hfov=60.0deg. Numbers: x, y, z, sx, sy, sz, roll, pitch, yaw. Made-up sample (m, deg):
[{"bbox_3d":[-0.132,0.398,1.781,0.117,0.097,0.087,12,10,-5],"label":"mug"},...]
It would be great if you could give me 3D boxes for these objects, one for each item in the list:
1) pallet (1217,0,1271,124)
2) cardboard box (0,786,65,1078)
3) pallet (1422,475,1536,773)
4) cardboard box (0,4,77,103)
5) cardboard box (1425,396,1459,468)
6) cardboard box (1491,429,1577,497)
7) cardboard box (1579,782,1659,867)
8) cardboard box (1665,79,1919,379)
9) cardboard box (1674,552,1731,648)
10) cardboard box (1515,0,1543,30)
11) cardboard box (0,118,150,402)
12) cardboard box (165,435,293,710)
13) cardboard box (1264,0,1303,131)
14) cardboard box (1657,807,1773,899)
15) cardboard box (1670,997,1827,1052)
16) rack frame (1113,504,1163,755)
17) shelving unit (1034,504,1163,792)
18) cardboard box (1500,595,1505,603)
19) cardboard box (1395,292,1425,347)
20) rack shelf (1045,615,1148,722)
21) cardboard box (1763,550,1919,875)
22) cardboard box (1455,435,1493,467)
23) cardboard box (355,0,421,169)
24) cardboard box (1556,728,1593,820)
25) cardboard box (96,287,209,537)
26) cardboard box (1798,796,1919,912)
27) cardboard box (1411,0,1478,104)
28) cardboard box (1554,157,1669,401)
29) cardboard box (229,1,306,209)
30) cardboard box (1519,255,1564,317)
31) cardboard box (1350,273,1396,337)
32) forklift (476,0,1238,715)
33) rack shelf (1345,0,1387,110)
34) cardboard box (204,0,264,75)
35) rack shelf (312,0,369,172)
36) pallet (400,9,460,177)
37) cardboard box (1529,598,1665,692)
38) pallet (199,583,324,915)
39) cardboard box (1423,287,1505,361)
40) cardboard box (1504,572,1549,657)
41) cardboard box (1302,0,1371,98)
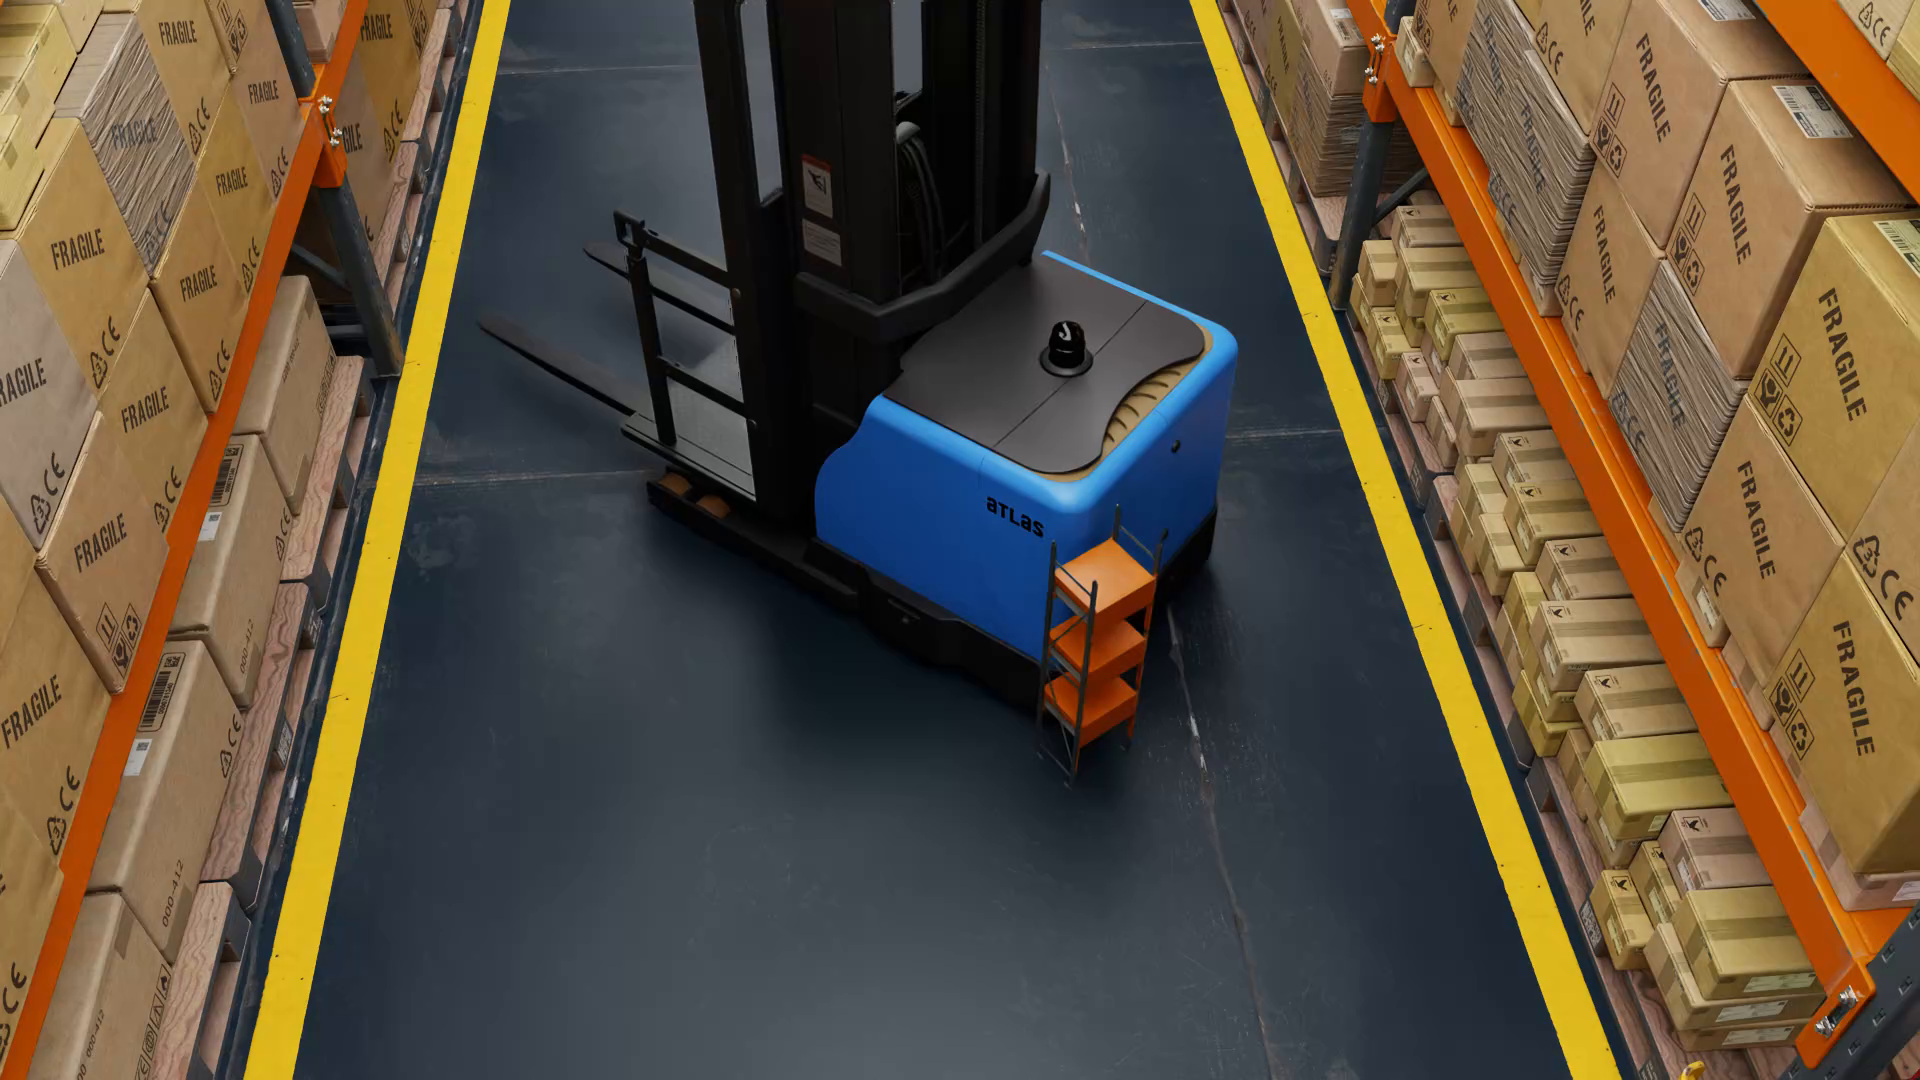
[{"bbox_3d":[1.935,-2.578,8.546,1.003,0.211,1.213,-3,47,-3],"label":"pallet"},{"bbox_3d":[-2.236,0.780,3.376,0.500,0.500,0.500,-4,47,-4],"label":"cardboard box"},{"bbox_3d":[2.304,0.239,5.879,1.003,0.211,1.213,-3,47,-3],"label":"pallet"},{"bbox_3d":[-2.430,-1.184,4.101,0.380,0.149,0.250,-4,47,-4],"label":"cardboard box"},{"bbox_3d":[1.983,-0.420,6.256,0.380,0.149,0.250,-4,47,-4],"label":"cardboard box"},{"bbox_3d":[2.053,-0.244,5.680,0.380,0.149,0.250,-5,47,-5],"label":"cardboard box"},{"bbox_3d":[2.068,0.799,4.897,0.380,0.149,0.250,-5,47,-5],"label":"cardboard box"},{"bbox_3d":[2.061,-0.733,3.916,0.500,0.500,0.500,-1,47,-1],"label":"cardboard box"},{"bbox_3d":[2.069,0.127,4.237,0.380,0.149,0.250,-2,47,-2],"label":"cardboard box"},{"bbox_3d":[1.961,-1.854,4.977,0.500,0.500,0.500,-5,47,-4],"label":"cardboard box"},{"bbox_3d":[-2.382,-0.670,4.061,0.500,0.500,0.500,-3,47,-3],"label":"cardboard box"},{"bbox_3d":[-2.796,0.130,5.536,0.875,0.438,0.875,-5,47,-4],"label":"cardboard box"},{"bbox_3d":[1.752,-2.265,7.761,0.500,0.500,0.500,-4,47,-4],"label":"cardboard box"},{"bbox_3d":[2.181,0.884,4.612,0.380,0.149,0.250,-3,47,-3],"label":"cardboard box"},{"bbox_3d":[2.190,1.273,4.653,0.380,0.149,0.250,-3,47,-3],"label":"cardboard box"},{"bbox_3d":[0.514,0.308,5.231,0.008,1.050,0.200,-29,55,-24],"label":"rack frame"},{"bbox_3d":[0.416,0.362,5.180,0.252,1.050,0.215,-29,55,-24],"label":"shelving unit"},{"bbox_3d":[2.065,0.152,5.715,0.380,0.149,0.250,-2,47,-2],"label":"cardboard box"},{"bbox_3d":[1.929,-0.896,6.502,0.380,0.149,0.250,-3,47,-3],"label":"cardboard box"},{"bbox_3d":[0.416,0.369,5.188,0.240,0.259,0.215,-29,55,-24],"label":"rack shelf"},{"bbox_3d":[2.148,0.359,3.570,0.500,0.500,0.500,-3,47,-2],"label":"cardboard box"},{"bbox_3d":[2.005,-0.326,5.962,0.380,0.149,0.250,-2,47,-1],"label":"cardboard box"},{"bbox_3d":[-3.032,-2.225,7.466,0.875,0.875,0.875,-2,47,-2],"label":"cardboard box"},{"bbox_3d":[2.098,0.719,5.177,0.380,0.149,0.250,-3,47,-3],"label":"cardboard box"},{"bbox_3d":[-2.390,-0.315,4.413,0.500,0.500,0.500,-2,47,-2],"label":"cardboard box"},{"bbox_3d":[2.133,0.673,3.720,0.380,0.149,0.250,-3,47,-3],"label":"cardboard box"},{"bbox_3d":[1.898,-1.852,5.664,0.500,0.500,0.500,-4,47,-4],"label":"cardboard box"},{"bbox_3d":[2.026,-0.741,4.612,0.500,0.500,0.500,-1,47,-1],"label":"cardboard box"},{"bbox_3d":[-2.524,-1.429,5.469,0.500,0.500,0.500,-3,47,-3],"label":"cardboard box"},{"bbox_3d":[1.963,-0.828,5.141,0.380,0.149,0.250,-2,47,-2],"label":"cardboard box"},{"bbox_3d":[1.818,-0.970,6.777,0.380,0.149,0.250,-5,47,-5],"label":"cardboard box"},{"bbox_3d":[-0.563,-1.297,5.459,3.031,2.935,1.130,28,53,24],"label":"forklift"},{"bbox_3d":[1.940,-3.288,7.794,1.077,0.370,4.000,-3,47,-3],"label":"rack shelf"},{"bbox_3d":[-2.502,-1.768,5.101,0.500,0.500,0.500,-4,47,-4],"label":"cardboard box"},{"bbox_3d":[-2.984,-2.914,7.440,1.077,0.370,4.000,-3,47,-3],"label":"rack shelf"},{"bbox_3d":[-3.062,-2.194,8.183,1.003,0.211,1.213,-3,47,-3],"label":"pallet"},{"bbox_3d":[1.997,0.322,5.144,0.380,0.149,0.250,-2,47,-2],"label":"cardboard box"},{"bbox_3d":[-2.726,0.684,5.457,1.003,0.211,1.213,-3,47,-3],"label":"pallet"},{"bbox_3d":[1.964,-0.813,6.218,0.380,0.149,0.250,-4,47,-4],"label":"cardboard box"},{"bbox_3d":[2.009,0.238,5.428,0.380,0.149,0.250,-1,47,-1],"label":"cardboard box"},{"bbox_3d":[1.793,-2.155,7.141,0.500,0.250,0.500,-5,47,-4],"label":"cardboard box"}]
